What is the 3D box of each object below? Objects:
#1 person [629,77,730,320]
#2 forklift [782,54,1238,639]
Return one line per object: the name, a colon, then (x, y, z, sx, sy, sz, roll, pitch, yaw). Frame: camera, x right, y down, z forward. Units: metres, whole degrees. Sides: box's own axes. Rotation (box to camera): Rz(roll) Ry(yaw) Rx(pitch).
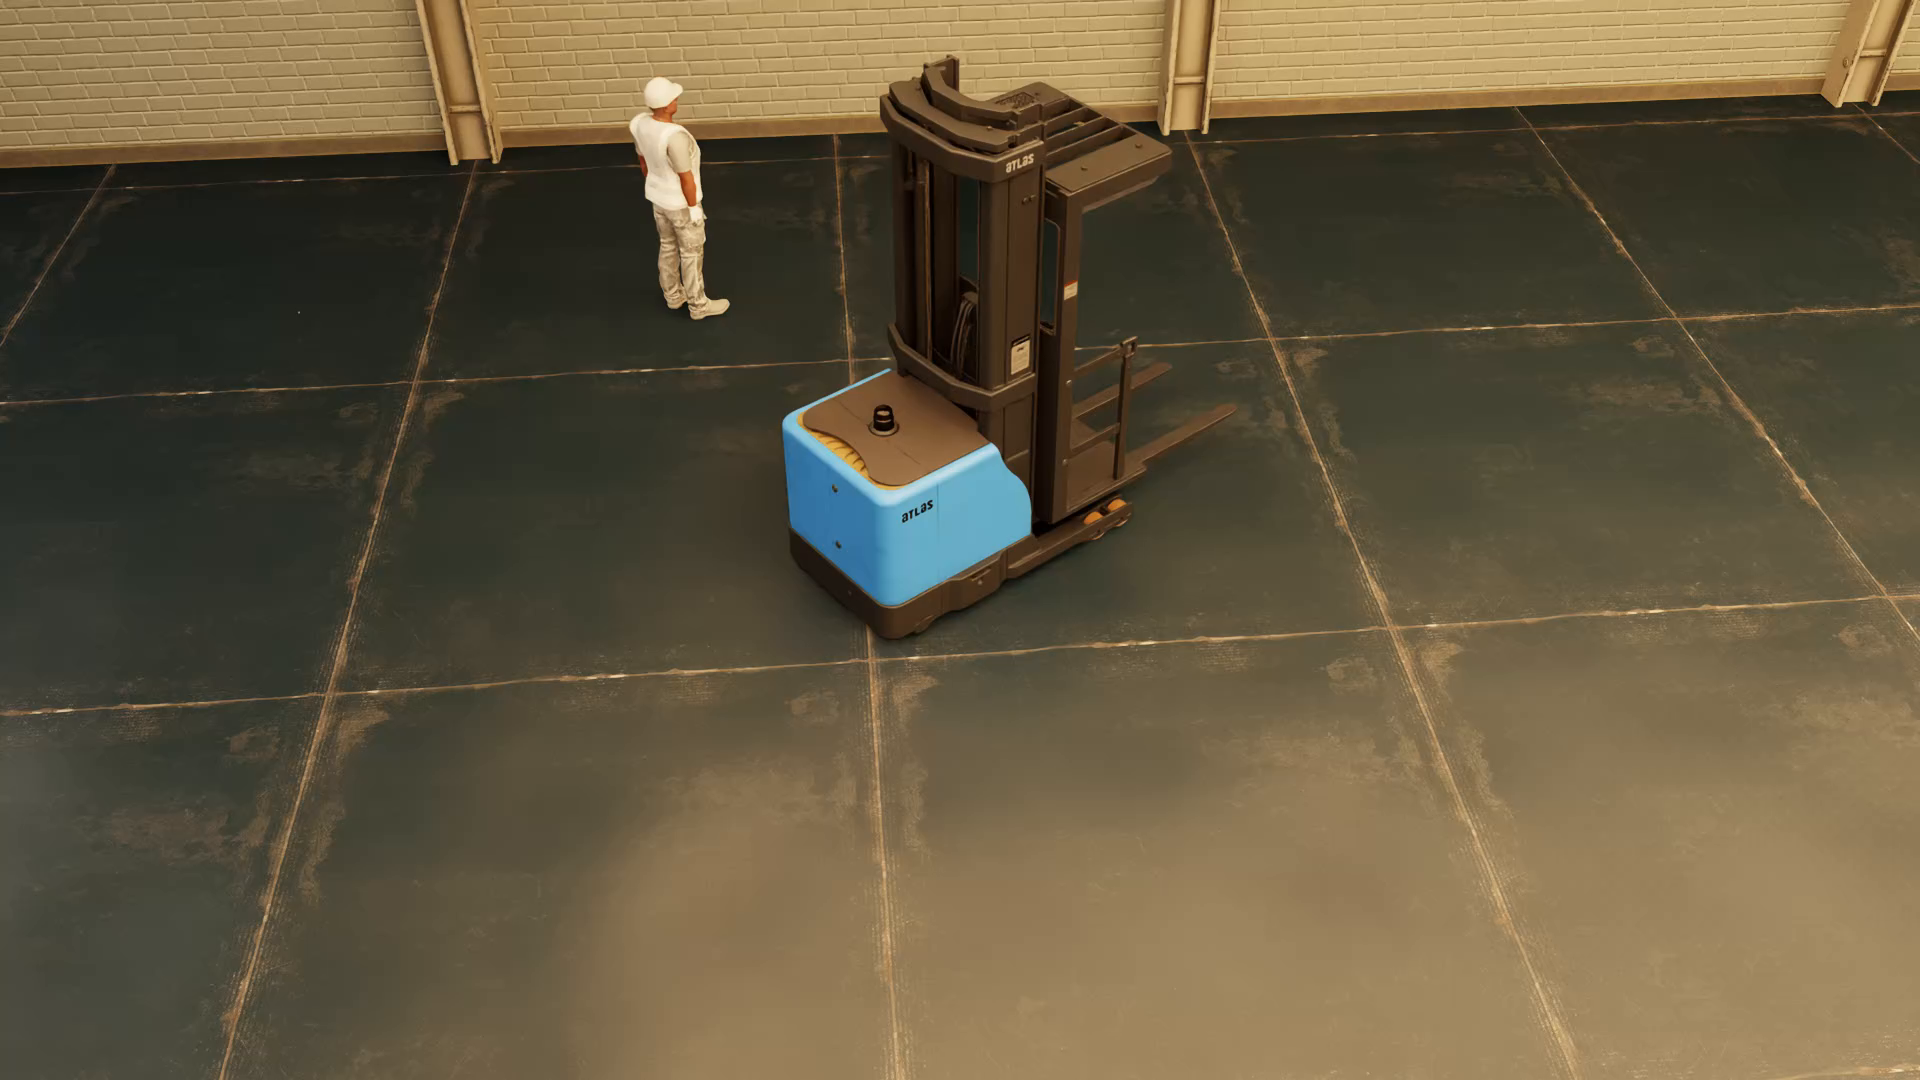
person: (-1.977, -2.395, 11.621, 0.535, 1.790, 0.384, 32, 50, 32)
forklift: (0.440, -1.358, 9.526, 3.031, 2.935, 1.130, -28, 48, -29)
